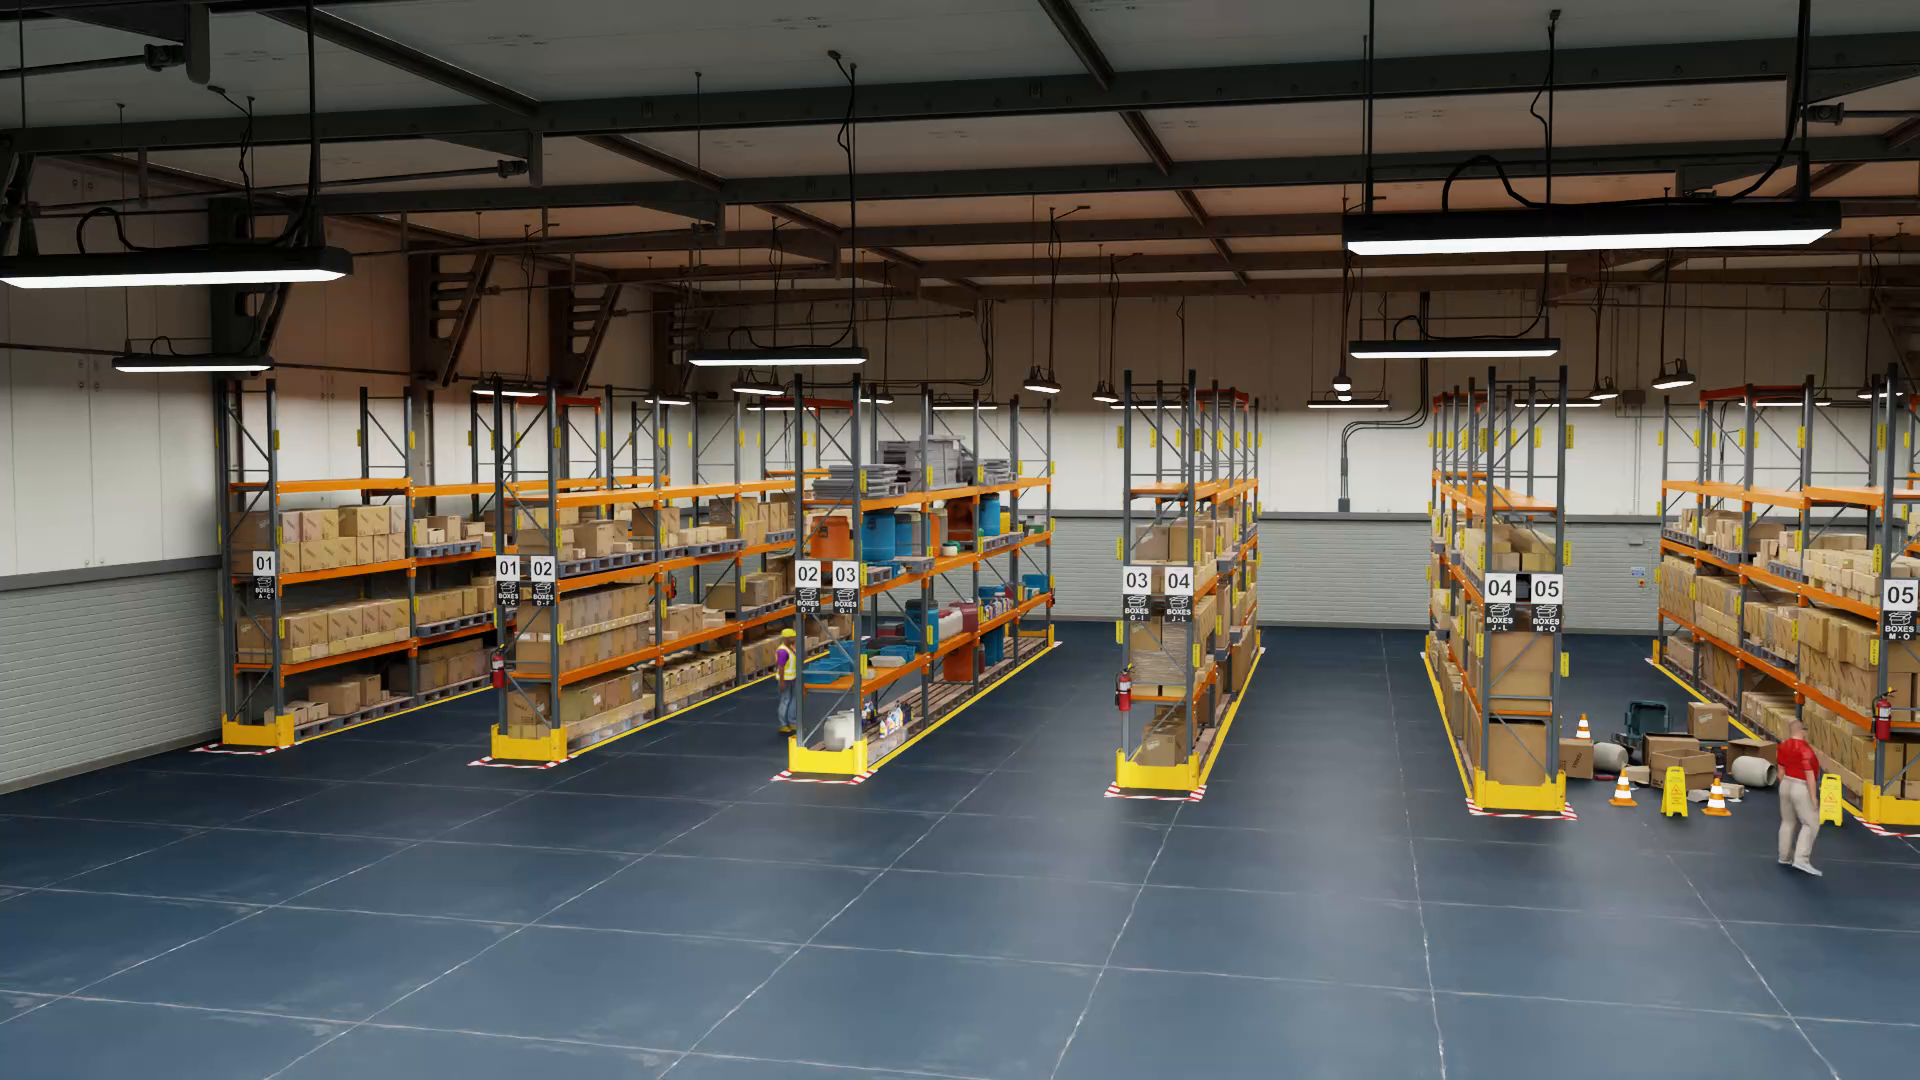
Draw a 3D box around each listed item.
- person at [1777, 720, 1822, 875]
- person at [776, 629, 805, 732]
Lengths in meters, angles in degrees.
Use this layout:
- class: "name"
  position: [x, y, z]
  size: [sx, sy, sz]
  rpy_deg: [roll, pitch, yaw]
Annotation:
- class: "person"
  position: [9.821, 2.987, 19.406]
  size: [0.401, 1.767, 0.636]
  rpy_deg: [-1, 4, -14]
- class: "person"
  position: [-2.930, 2.401, 28.513]
  size: [0.430, 1.775, 0.591]
  rpy_deg: [1, 4, 17]
